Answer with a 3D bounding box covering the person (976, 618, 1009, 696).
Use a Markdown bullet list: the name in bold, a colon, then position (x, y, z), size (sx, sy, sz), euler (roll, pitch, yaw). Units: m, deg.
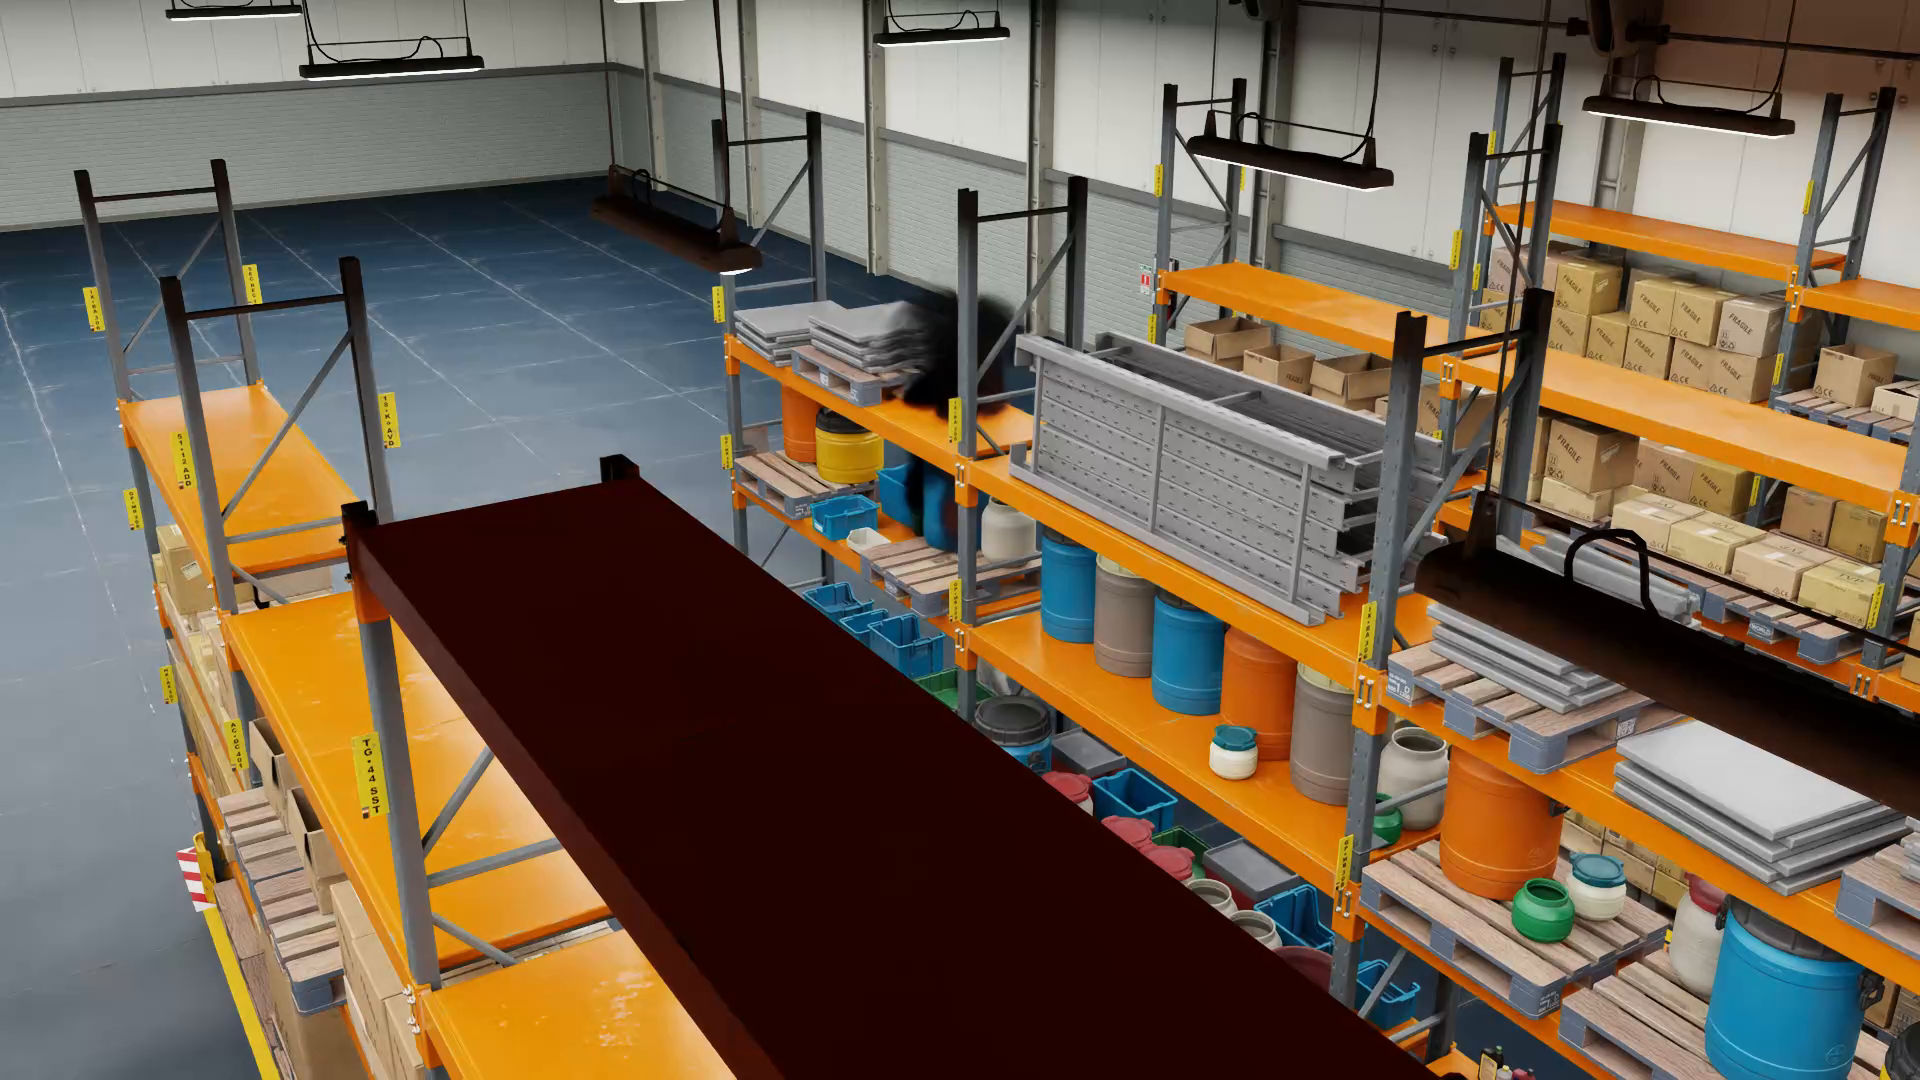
- **person**: position (0.241, 0.909, 16.834), size (0.732, 1.706, 0.568), euler (11, 24, 25)
